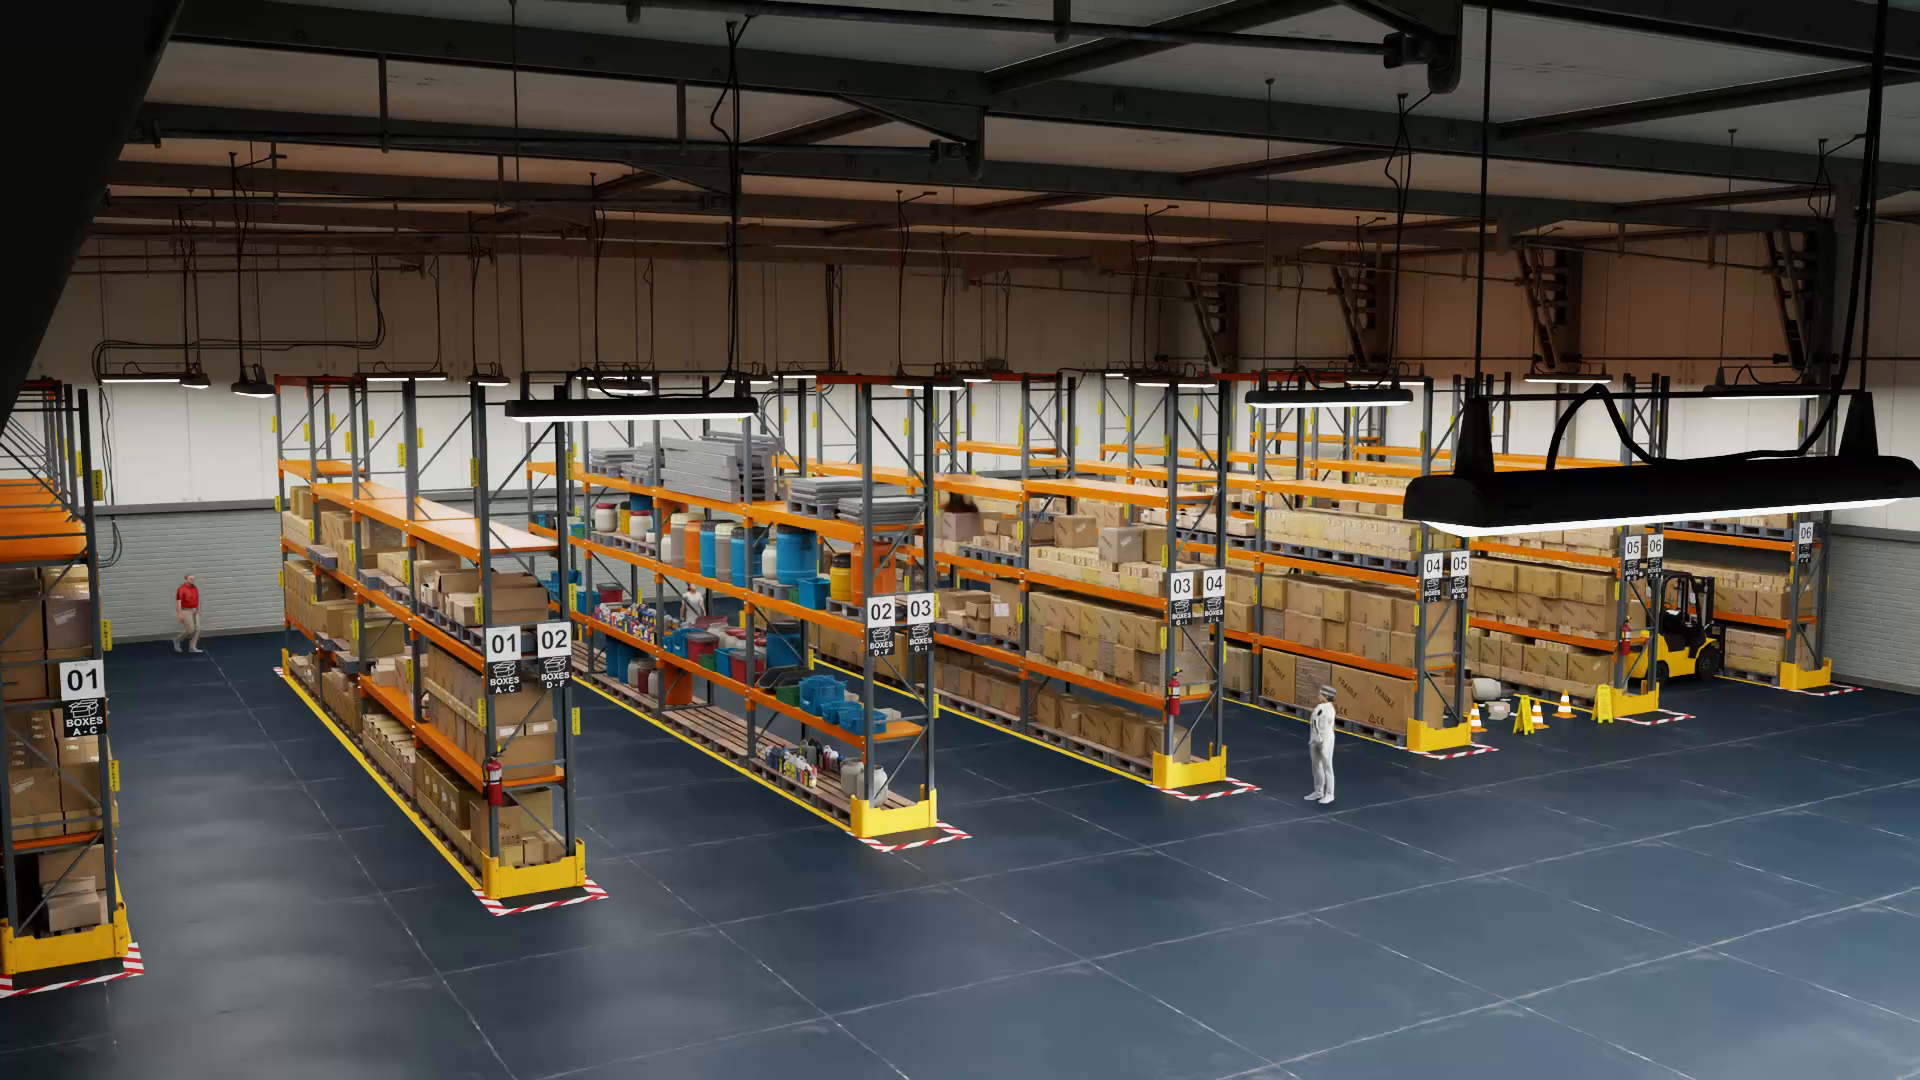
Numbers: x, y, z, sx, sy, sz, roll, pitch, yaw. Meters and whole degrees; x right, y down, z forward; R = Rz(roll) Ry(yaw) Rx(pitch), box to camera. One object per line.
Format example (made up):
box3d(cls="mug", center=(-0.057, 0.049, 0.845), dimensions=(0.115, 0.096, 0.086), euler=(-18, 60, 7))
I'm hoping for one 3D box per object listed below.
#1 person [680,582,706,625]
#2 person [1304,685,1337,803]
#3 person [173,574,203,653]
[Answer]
box3d(cls="person", center=(-5.680, 1.650, 35.457), dimensions=(0.536, 1.621, 1.064), euler=(-4, 7, -33))
box3d(cls="person", center=(5.150, 2.908, 23.748), dimensions=(0.394, 1.716, 0.552), euler=(-3, 7, -24))
box3d(cls="person", center=(-16.545, 1.574, 35.630), dimensions=(0.556, 1.709, 0.566), euler=(1, 6, 11))
